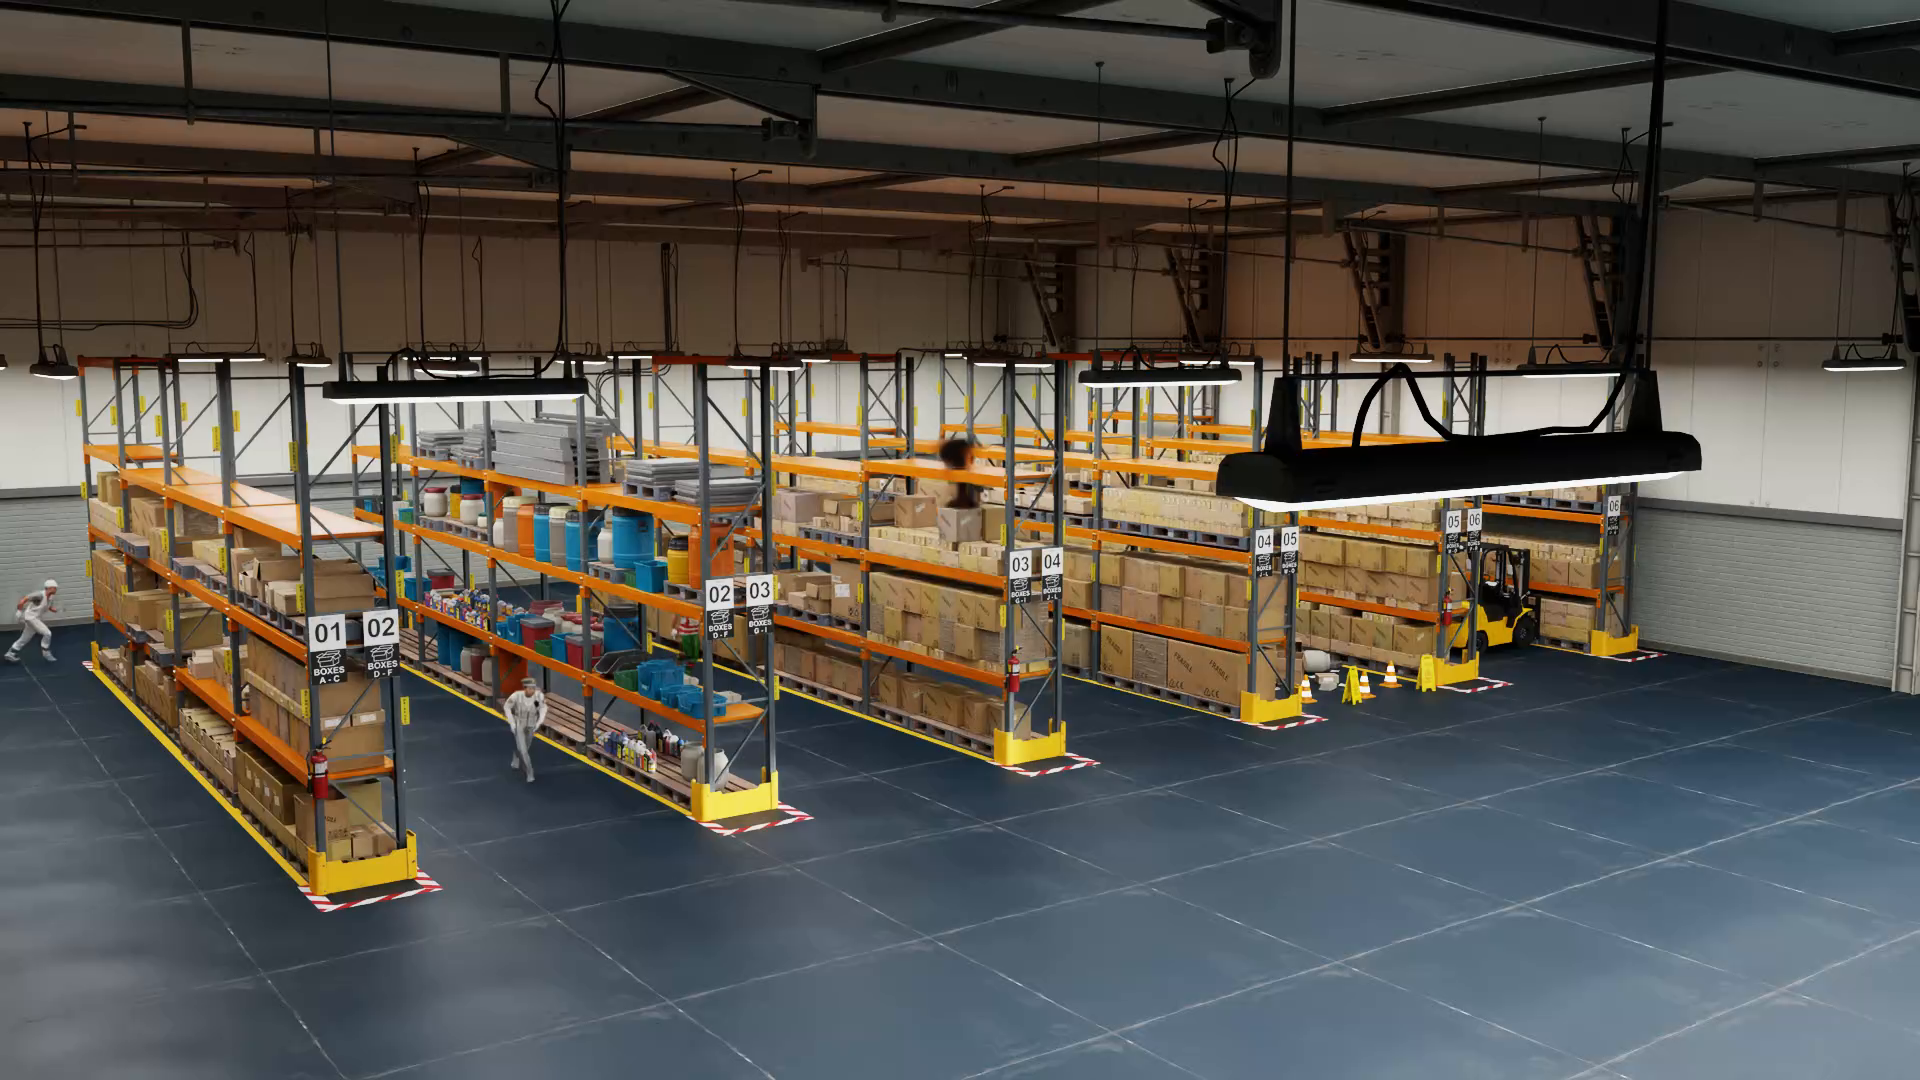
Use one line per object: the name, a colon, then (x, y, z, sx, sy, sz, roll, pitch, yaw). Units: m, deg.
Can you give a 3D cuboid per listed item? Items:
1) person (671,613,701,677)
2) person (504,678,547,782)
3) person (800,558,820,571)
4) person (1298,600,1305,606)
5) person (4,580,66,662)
person: (-5.048, 1.741, 30.920, 0.703, 1.715, 0.662, 6, 9, 42)
person: (-6.286, 2.700, 24.018, 0.614, 1.566, 0.945, -3, 8, -26)
person: (-3.847, 0.356, 41.944, 1.007, 1.767, 0.762, 0, 7, -3)
person: (7.648, 1.116, 35.985, 0.650, 1.748, 0.976, -6, 9, -42)
person: (-18.065, 1.581, 32.435, 1.120, 1.590, 0.704, -1, 7, -8)
